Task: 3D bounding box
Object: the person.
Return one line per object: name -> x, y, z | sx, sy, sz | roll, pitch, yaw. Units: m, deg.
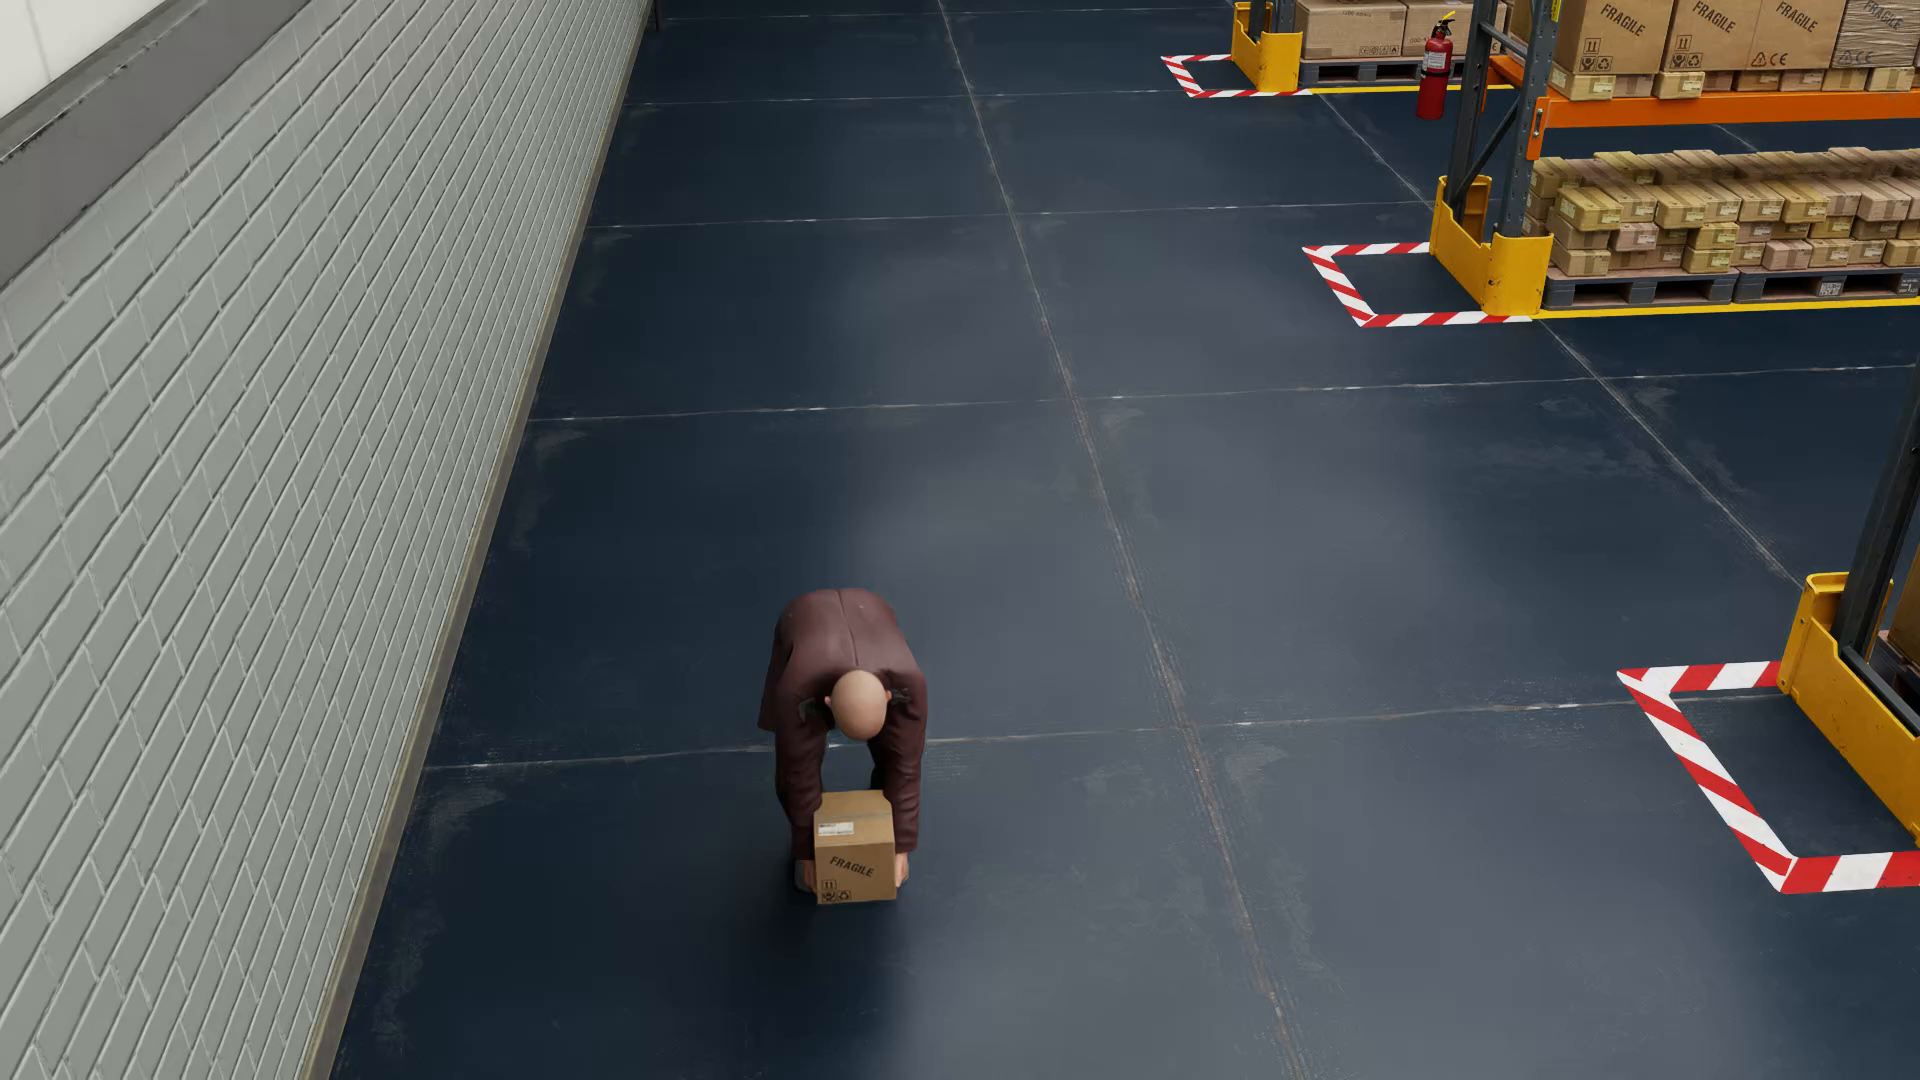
person -> -0.372, 0.742, 5.511 | 0.581, 1.152, 0.931 | -4, 31, -7
